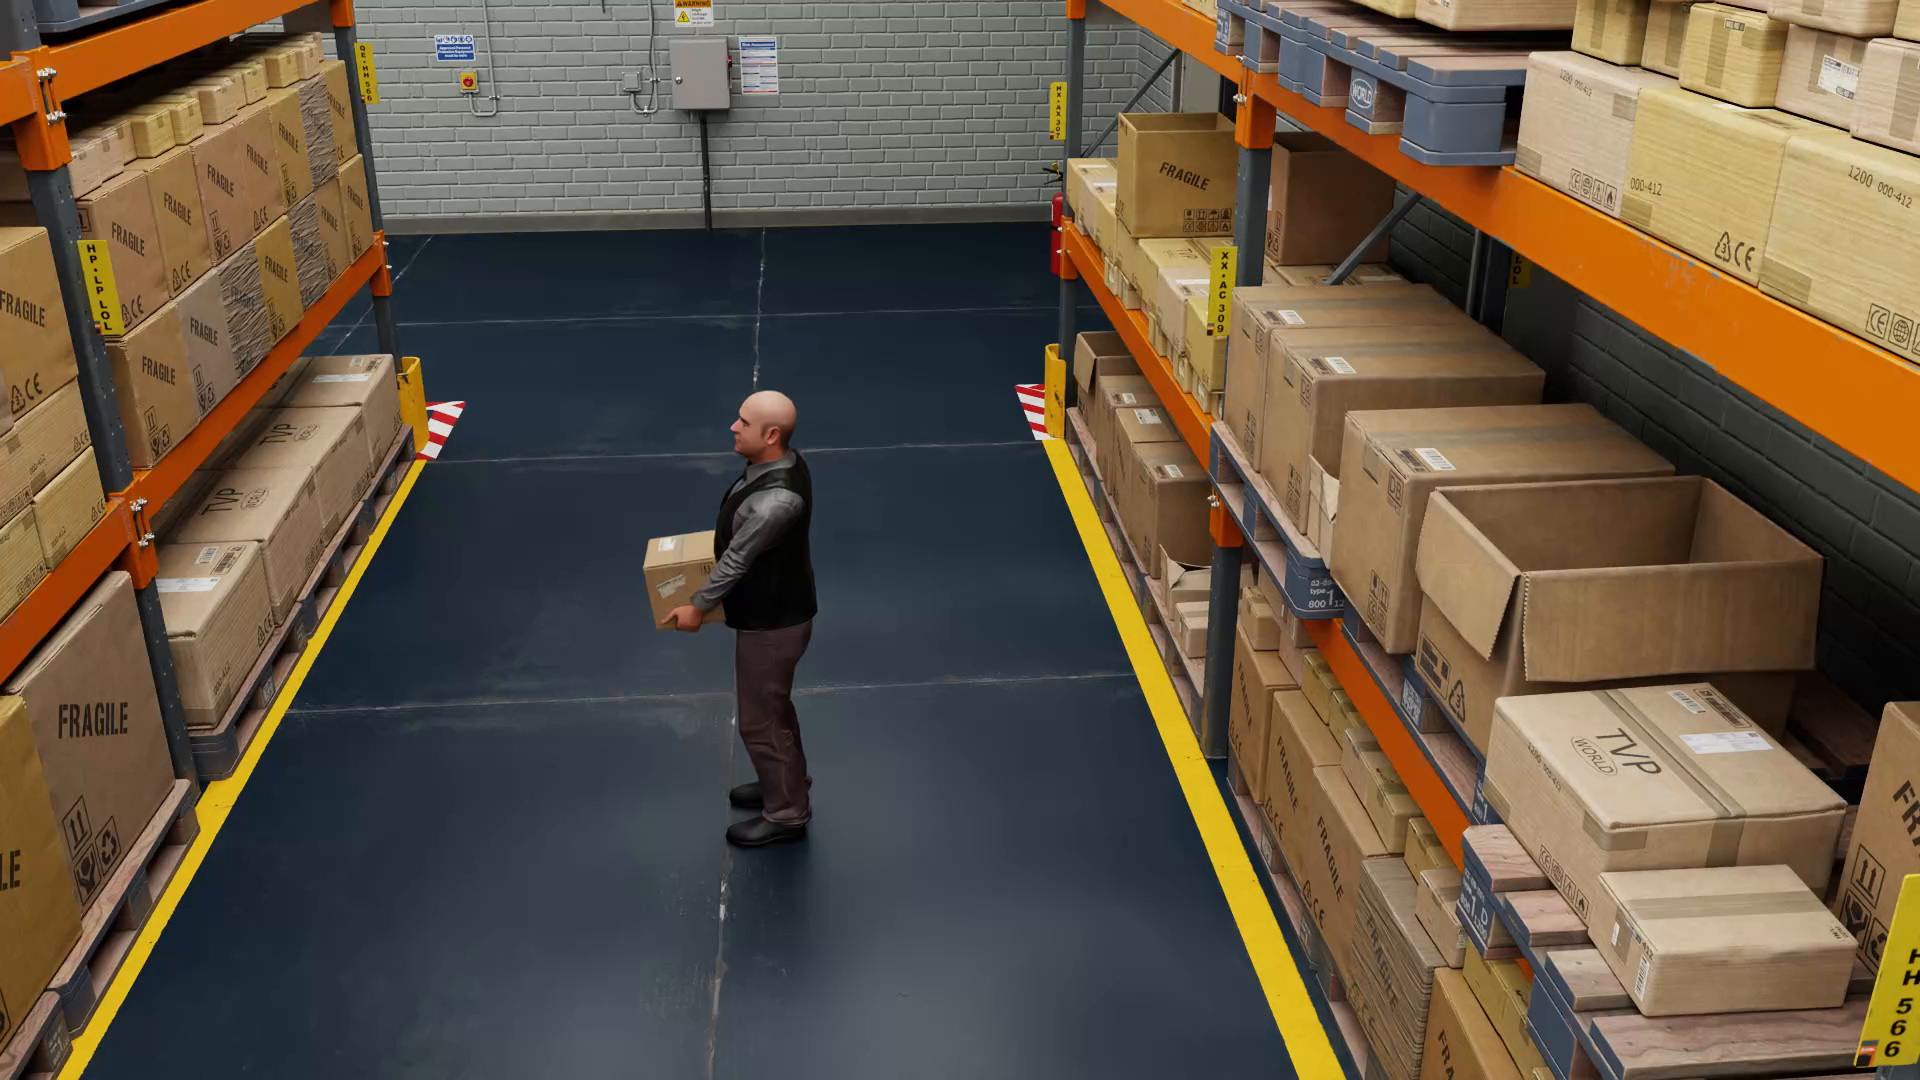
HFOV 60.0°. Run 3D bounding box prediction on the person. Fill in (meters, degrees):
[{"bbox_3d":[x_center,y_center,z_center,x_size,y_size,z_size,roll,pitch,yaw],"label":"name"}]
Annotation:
[{"bbox_3d":[-0.783,0.287,5.980,0.546,1.717,0.495,-2,24,-5],"label":"person"}]
